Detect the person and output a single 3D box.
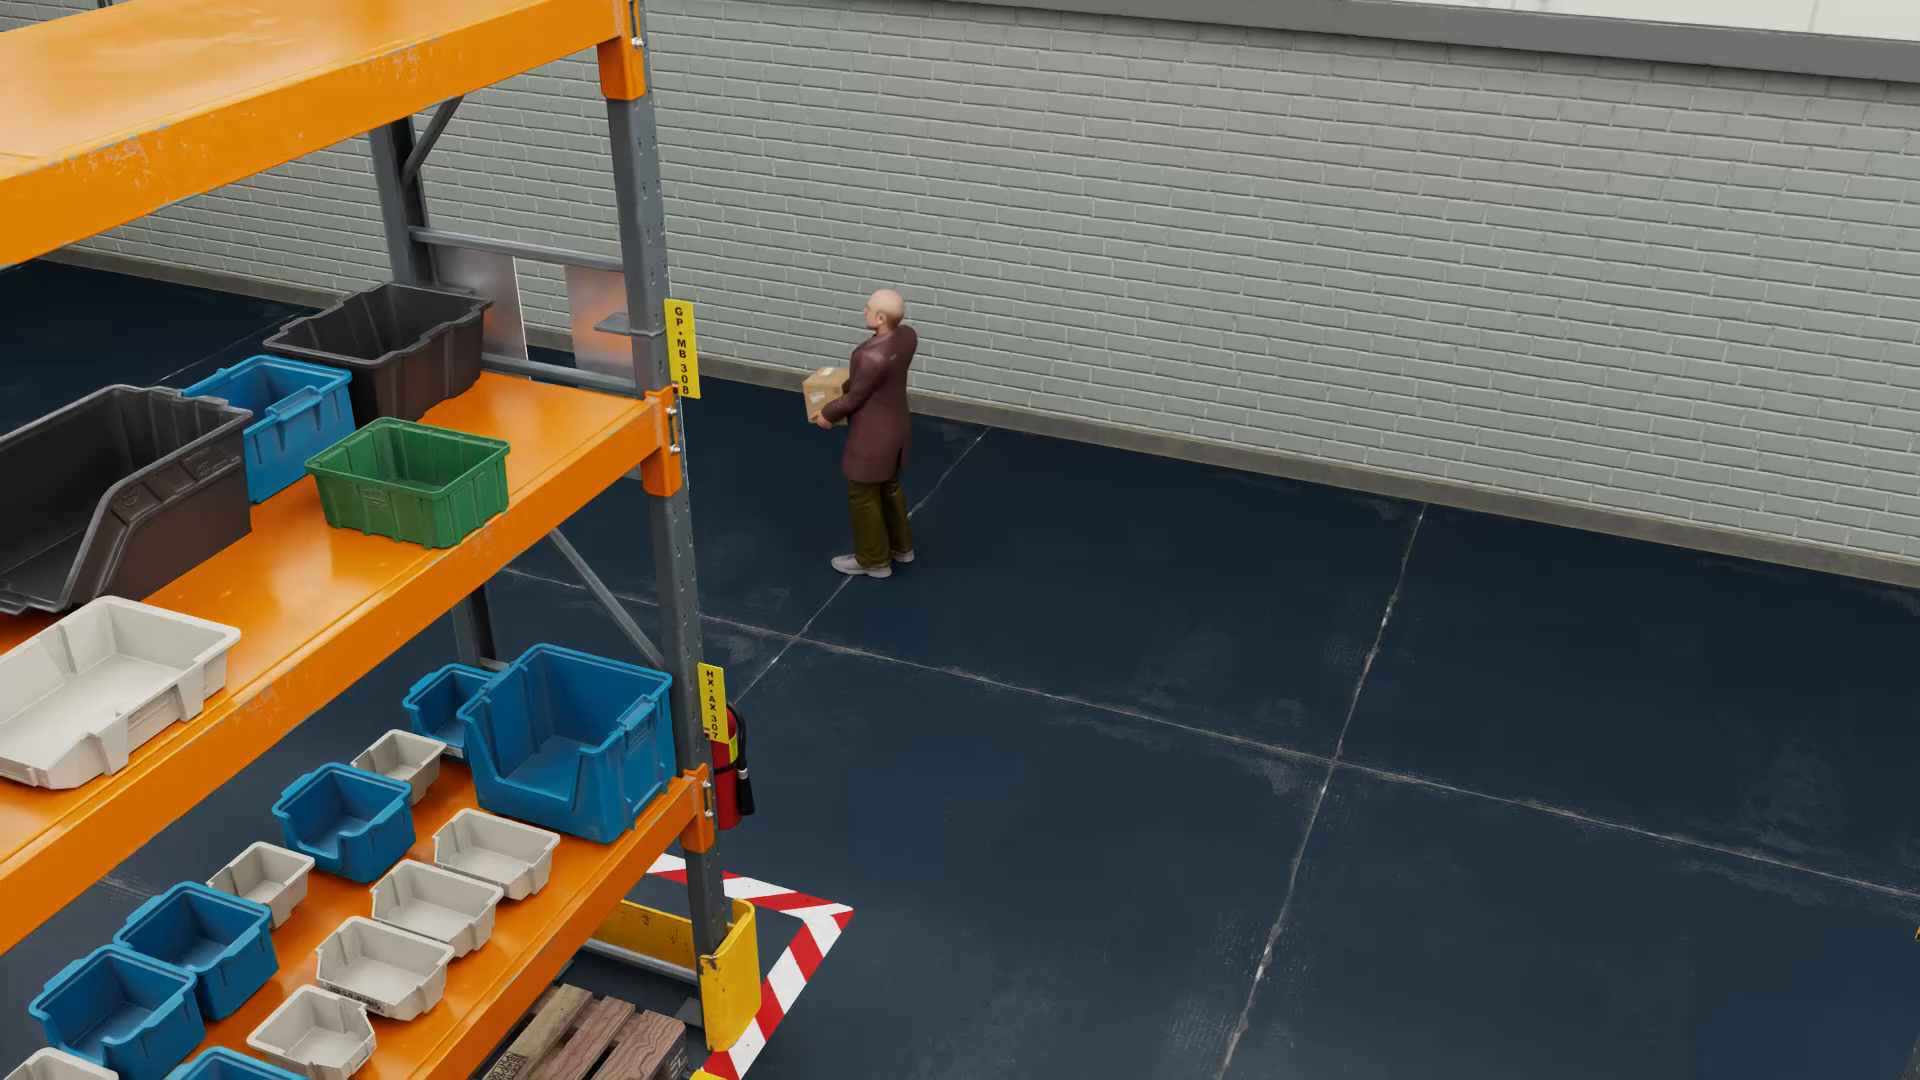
[{"bbox_3d":[-0.552,-0.627,9.546,0.555,1.770,0.529,12,31,20],"label":"person"}]
